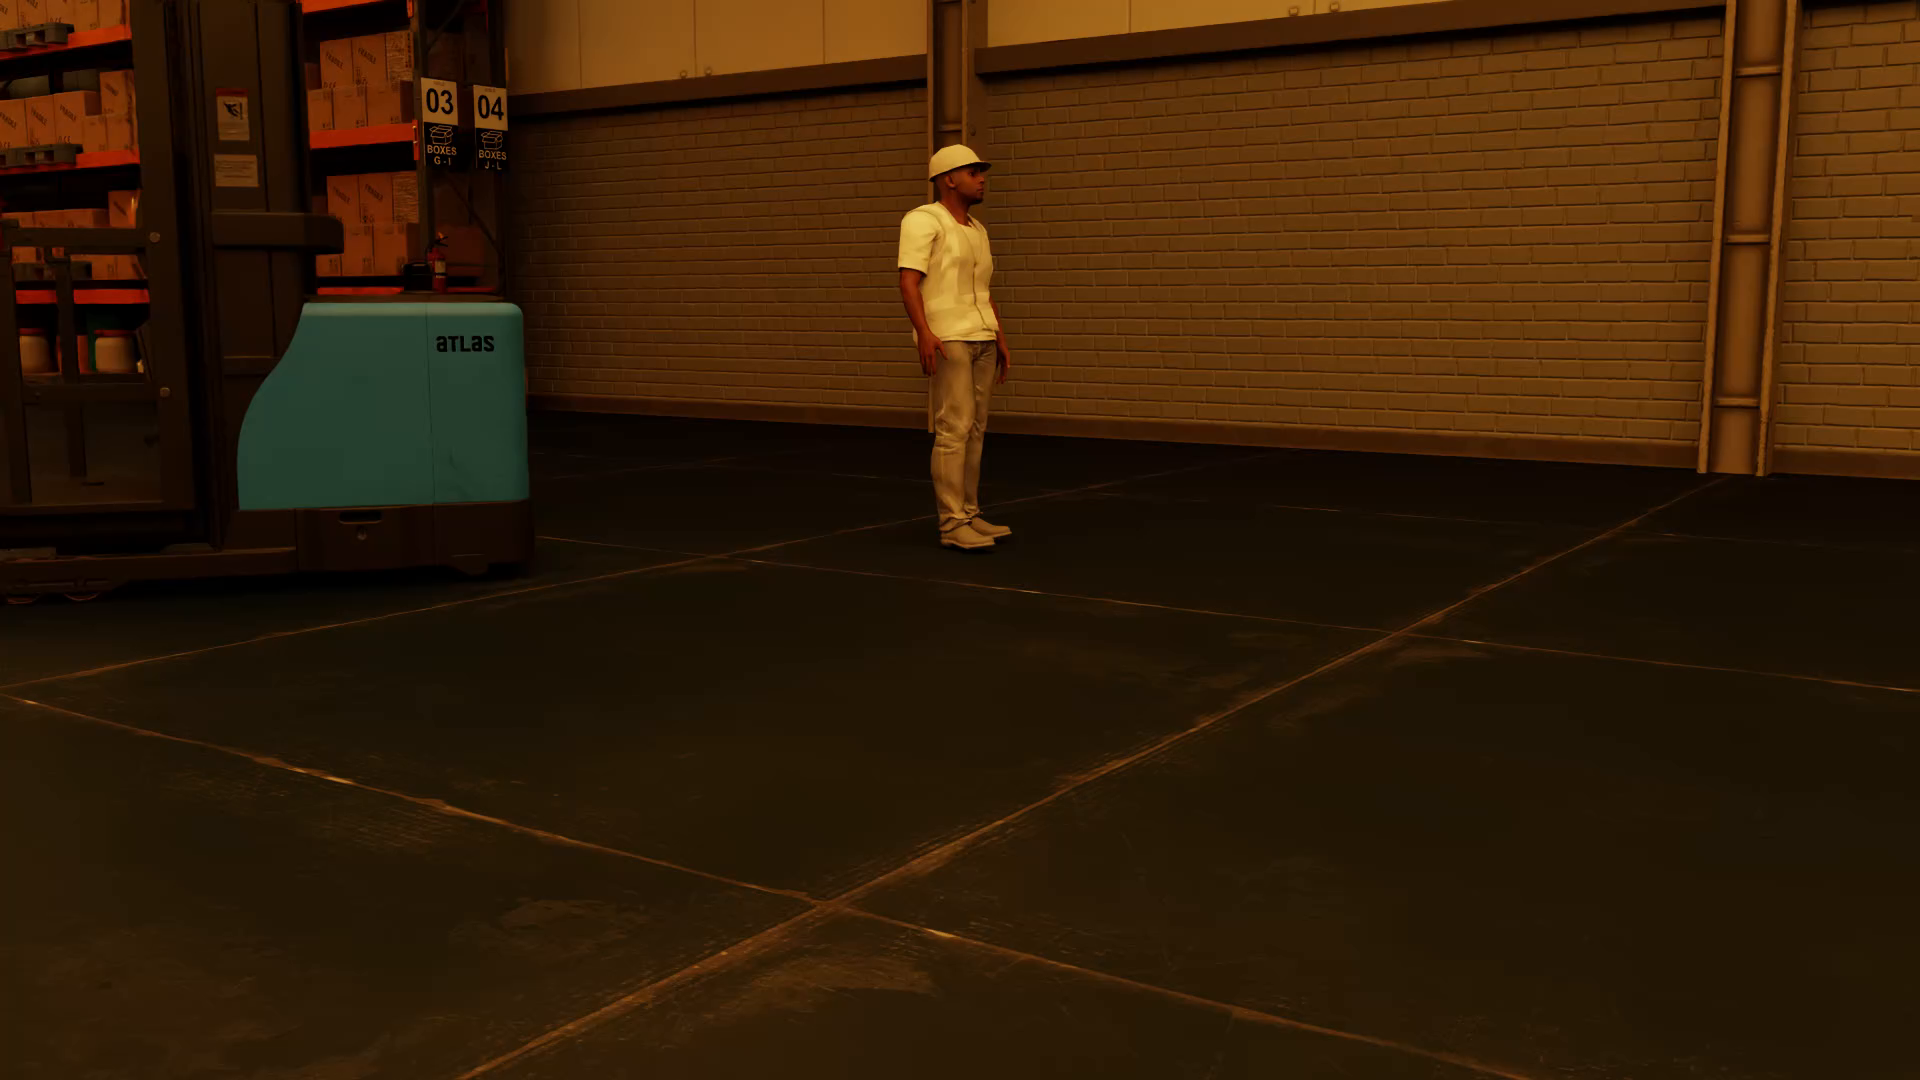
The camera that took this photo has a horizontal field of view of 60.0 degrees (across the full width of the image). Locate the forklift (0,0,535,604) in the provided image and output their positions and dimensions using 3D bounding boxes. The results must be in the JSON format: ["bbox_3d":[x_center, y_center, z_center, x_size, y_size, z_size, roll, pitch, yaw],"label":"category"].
[{"bbox_3d":[-3.258,-1.303,6.356,3.031,2.935,1.130,-3,8,-17],"label":"forklift"}]

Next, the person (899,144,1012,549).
[{"bbox_3d":[0.054,-0.875,7.435,0.577,1.765,0.665,5,10,34],"label":"person"}]
